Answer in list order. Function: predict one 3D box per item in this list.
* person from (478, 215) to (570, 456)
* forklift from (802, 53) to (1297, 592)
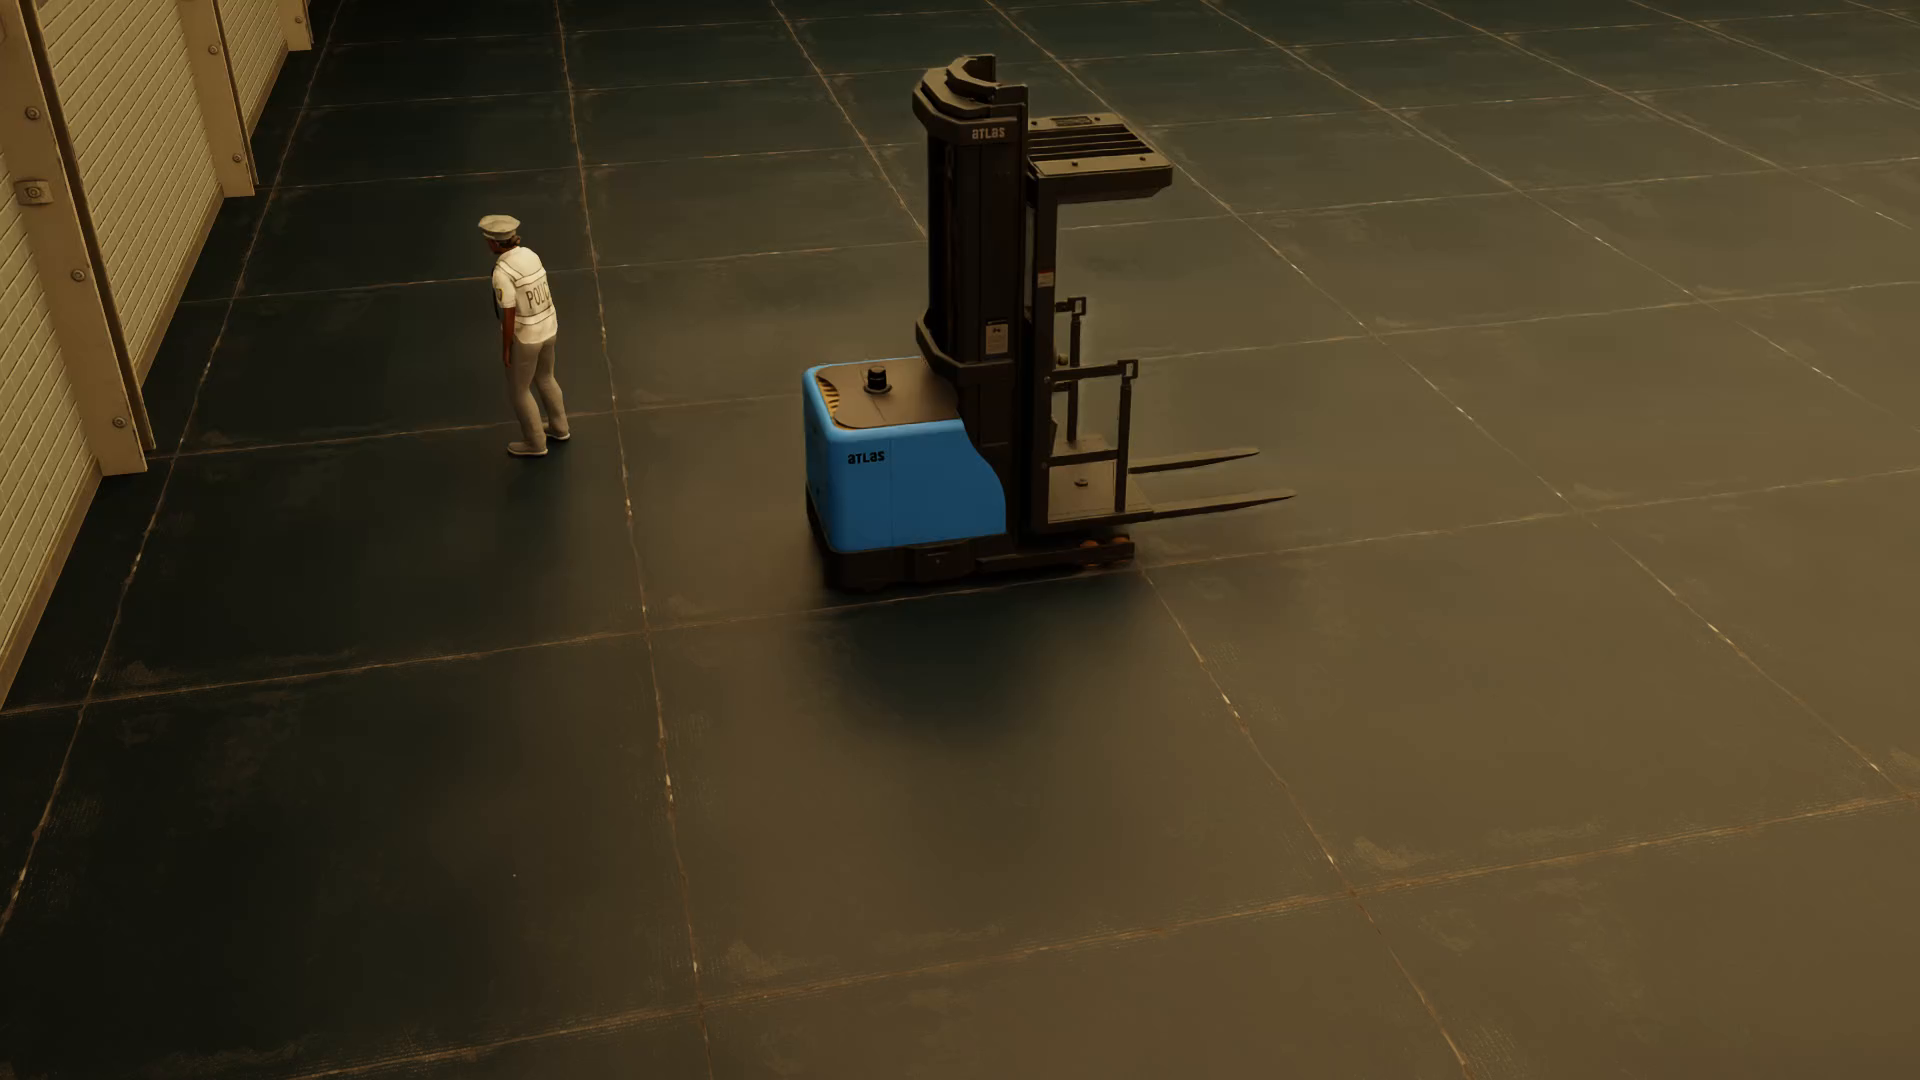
[{"bbox_3d":[-2.926,-1.373,11.222,0.397,1.656,0.516,12,32,20],"label":"person"},{"bbox_3d":[0.592,-1.345,9.898,3.031,2.935,1.130,-7,31,-12],"label":"forklift"}]
